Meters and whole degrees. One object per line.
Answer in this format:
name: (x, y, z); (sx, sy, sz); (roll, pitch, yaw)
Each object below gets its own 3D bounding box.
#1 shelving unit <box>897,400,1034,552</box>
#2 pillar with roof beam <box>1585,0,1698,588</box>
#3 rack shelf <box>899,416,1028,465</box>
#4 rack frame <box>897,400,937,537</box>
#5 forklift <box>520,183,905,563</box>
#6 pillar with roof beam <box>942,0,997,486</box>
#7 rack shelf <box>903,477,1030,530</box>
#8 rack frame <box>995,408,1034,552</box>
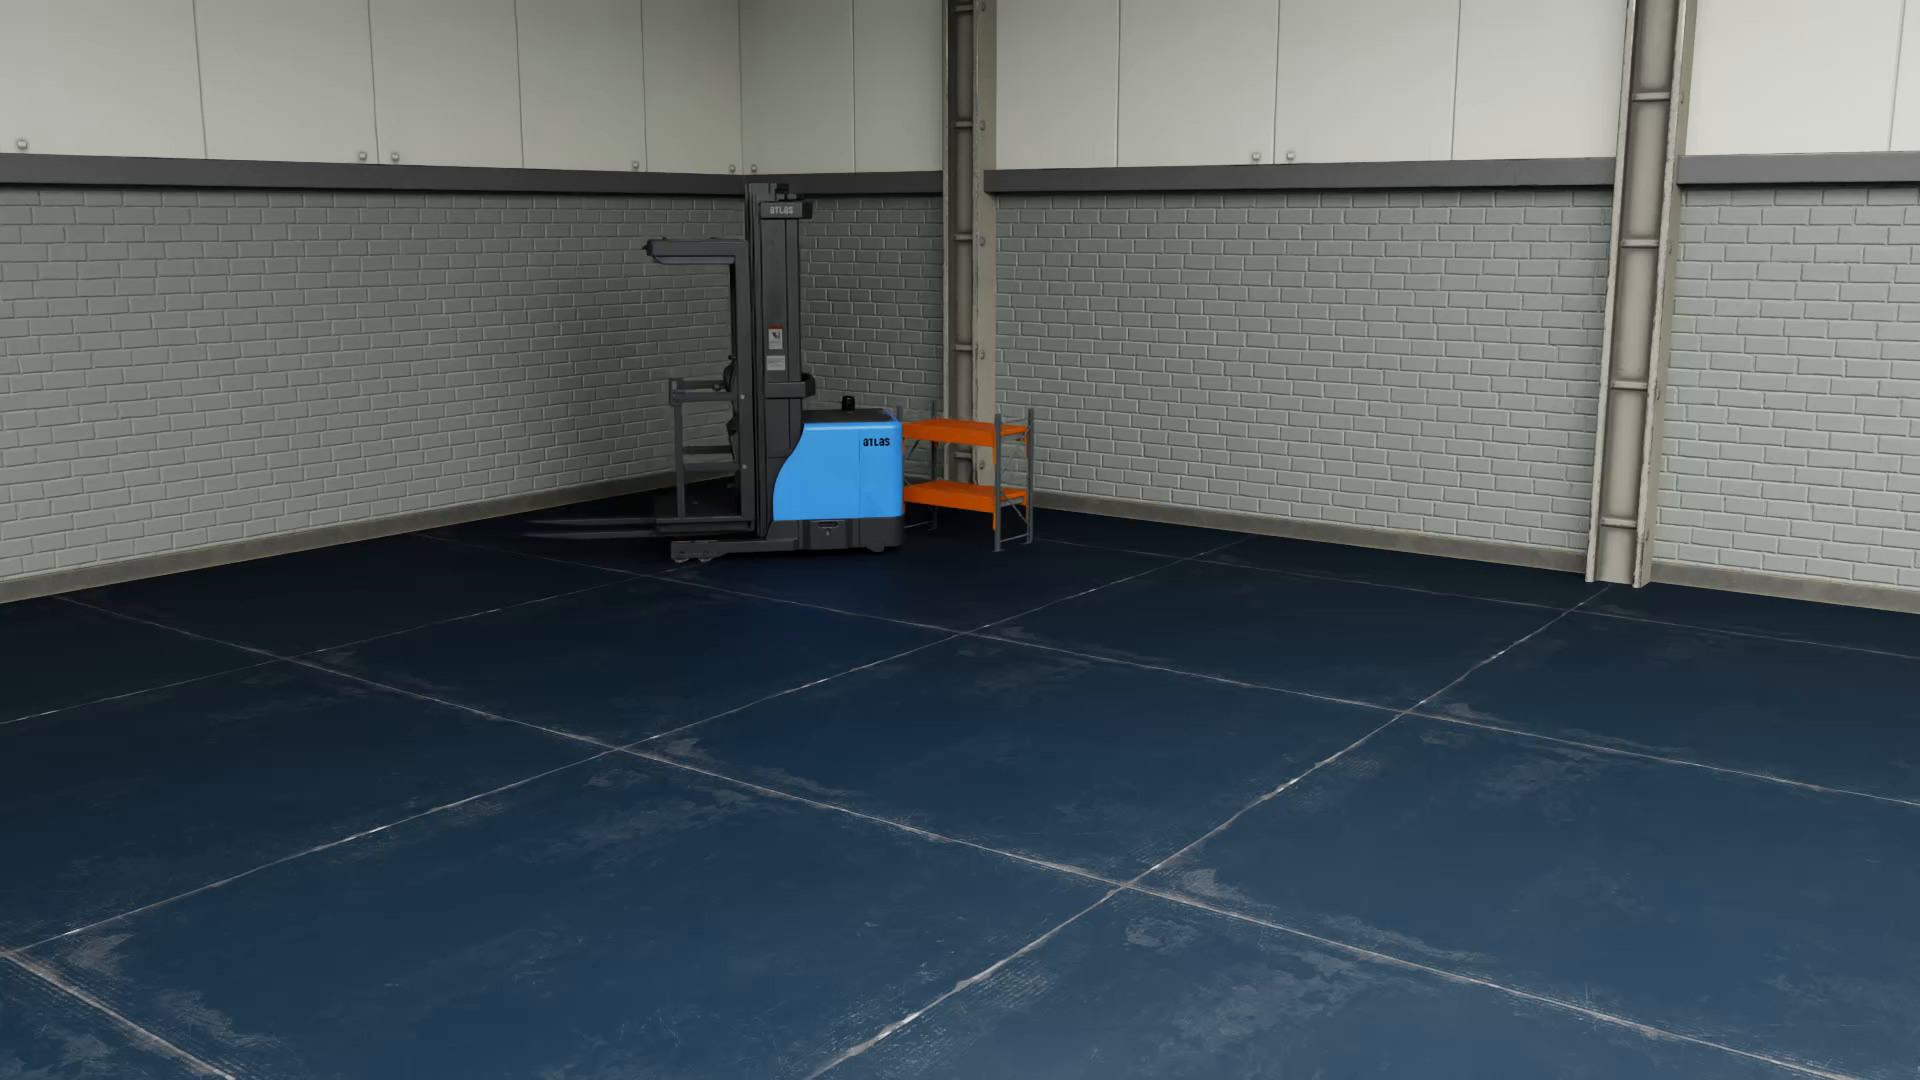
shelving unit: (0.042, -0.552, 13.921); (1.048, 1.125, 0.538); (8, 14, 37)
pillar with roof beam: (2.375, -3.452, 8.182); (0.400, 9.000, 9.100); (8, 13, 36)
rack shelf: (0.042, -0.839, 13.866); (1.000, 0.278, 0.538); (8, 14, 37)
rack frame: (-0.362, -0.611, 14.224); (0.032, 1.125, 0.500); (8, 14, 37)
forklift: (-2.015, -1.368, 13.385); (3.031, 2.935, 1.130); (-2, 11, -10)
pillar with roof beam: (-2.461, -4.127, 11.669); (0.400, 9.000, 9.100); (8, 13, 36)
rack shelf: (0.042, -0.312, 13.968); (1.000, 0.278, 0.538); (8, 14, 37)
rack frame: (0.446, -0.493, 13.618); (0.032, 1.125, 0.500); (8, 14, 37)
